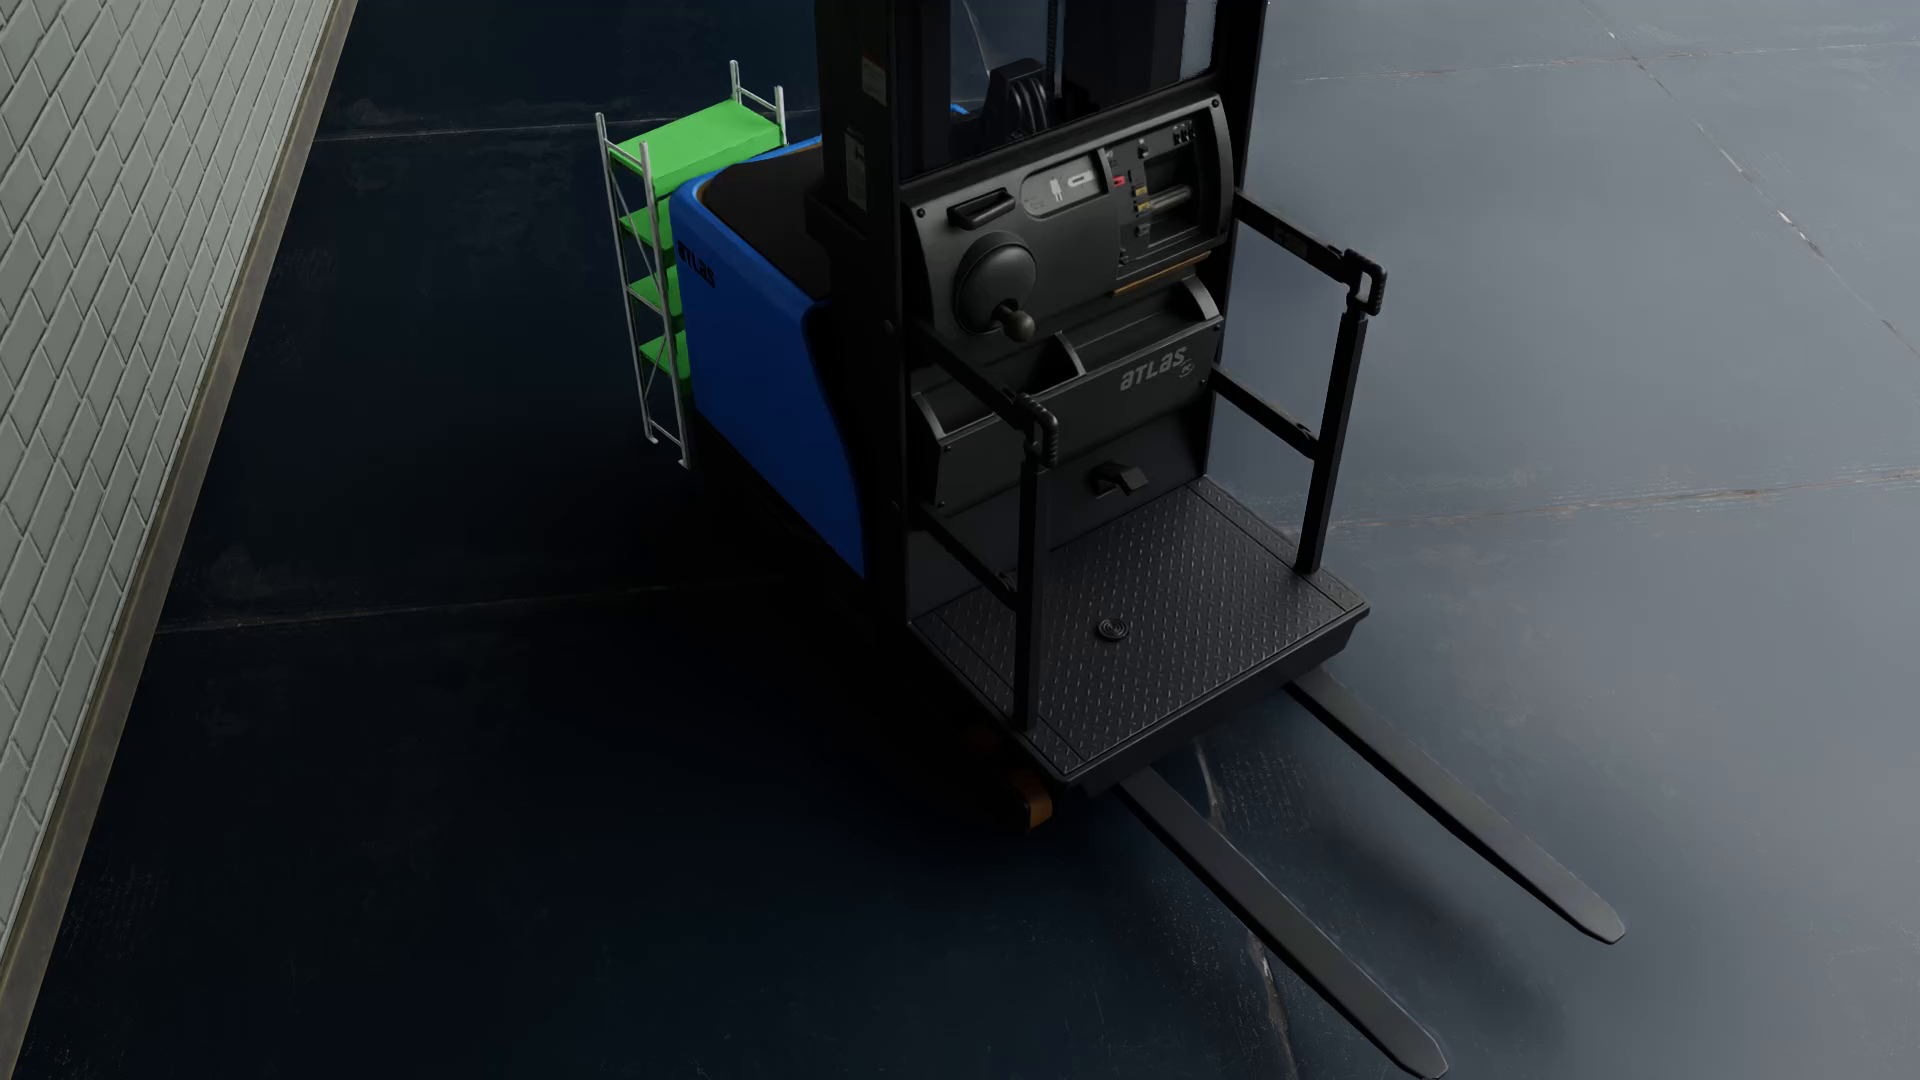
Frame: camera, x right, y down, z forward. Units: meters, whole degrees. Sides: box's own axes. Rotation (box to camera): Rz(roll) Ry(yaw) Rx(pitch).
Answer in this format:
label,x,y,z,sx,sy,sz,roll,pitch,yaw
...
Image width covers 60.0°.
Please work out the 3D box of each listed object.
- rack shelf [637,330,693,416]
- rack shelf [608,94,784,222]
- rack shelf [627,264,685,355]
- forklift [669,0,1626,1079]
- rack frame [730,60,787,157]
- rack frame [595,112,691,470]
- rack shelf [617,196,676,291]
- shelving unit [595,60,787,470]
label,x,y,z,sx,sy,sz,roll,pitch,yaw
rack shelf,-0.798,-0.625,5.499,0.480,0.148,0.258,-32,51,-30
rack shelf,-0.795,-1.157,5.014,0.480,0.148,0.258,-32,51,-30
rack shelf,-0.797,-0.802,5.337,0.480,0.148,0.258,-32,51,-30
forklift,0.410,-0.697,3.834,1.130,2.935,3.031,-26,48,-26
rack frame,-0.618,-0.961,5.418,0.015,1.200,0.240,-32,51,-30
rack frame,-0.975,-0.738,5.171,0.015,1.200,0.240,-32,51,-30
rack shelf,-0.796,-0.979,5.176,0.480,0.148,0.258,-32,51,-30
shelving unit,-0.797,-0.849,5.294,0.503,1.200,0.258,-32,51,-30
